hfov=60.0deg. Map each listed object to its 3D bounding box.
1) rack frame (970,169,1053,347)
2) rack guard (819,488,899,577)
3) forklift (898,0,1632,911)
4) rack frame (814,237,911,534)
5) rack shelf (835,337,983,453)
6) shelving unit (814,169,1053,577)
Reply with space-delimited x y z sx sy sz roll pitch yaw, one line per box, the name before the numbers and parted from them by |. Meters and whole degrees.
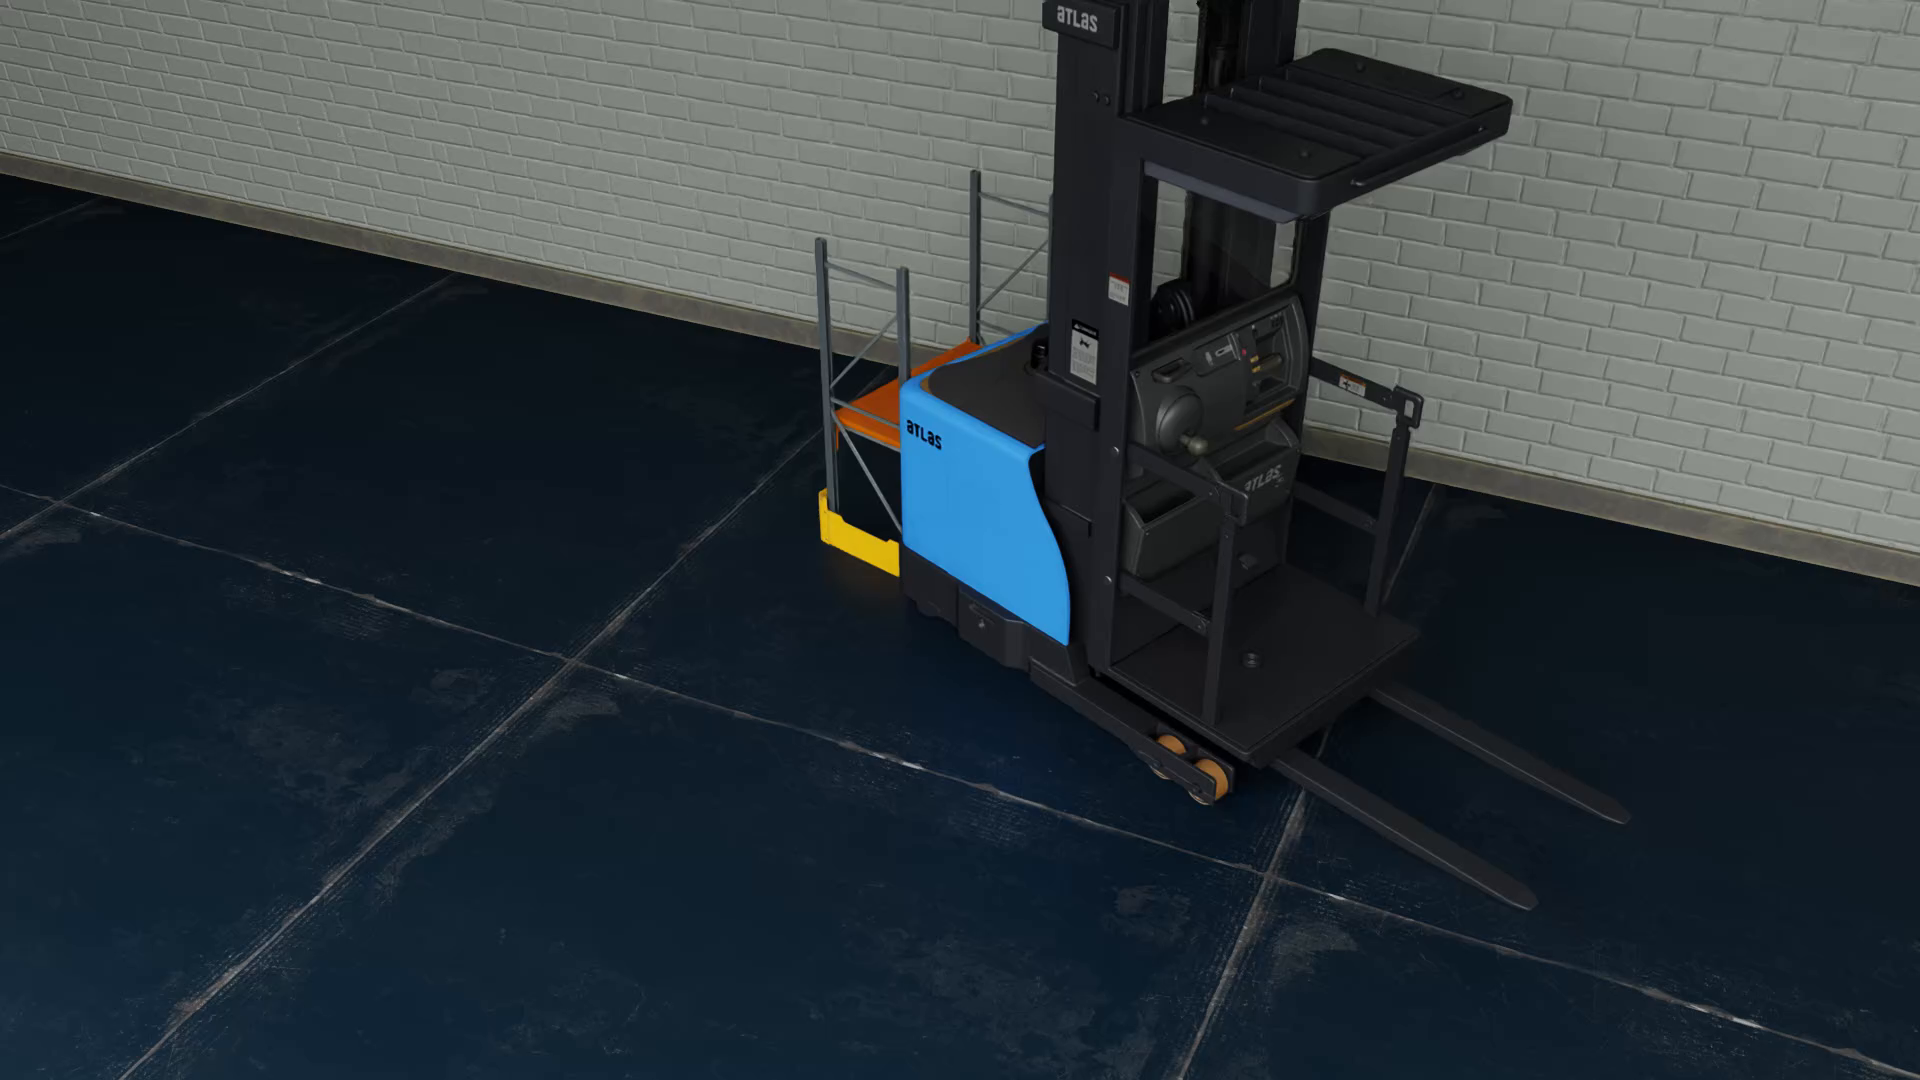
rack frame | 0.247 -0.973 7.865 0.500 1.500 0.032 25 41 32
rack guard | -0.405 -0.023 7.557 0.587 0.250 0.087 25 41 32
forklift | 1.101 -0.554 5.921 1.130 2.935 3.031 -27 42 -34
rack frame | -0.406 -0.545 7.213 0.500 1.500 0.032 25 41 32
rack shelf | -0.079 -0.608 7.638 0.538 0.185 1.000 25 41 32
shelving unit | -0.085 -0.755 7.534 0.587 1.500 1.083 25 41 32
